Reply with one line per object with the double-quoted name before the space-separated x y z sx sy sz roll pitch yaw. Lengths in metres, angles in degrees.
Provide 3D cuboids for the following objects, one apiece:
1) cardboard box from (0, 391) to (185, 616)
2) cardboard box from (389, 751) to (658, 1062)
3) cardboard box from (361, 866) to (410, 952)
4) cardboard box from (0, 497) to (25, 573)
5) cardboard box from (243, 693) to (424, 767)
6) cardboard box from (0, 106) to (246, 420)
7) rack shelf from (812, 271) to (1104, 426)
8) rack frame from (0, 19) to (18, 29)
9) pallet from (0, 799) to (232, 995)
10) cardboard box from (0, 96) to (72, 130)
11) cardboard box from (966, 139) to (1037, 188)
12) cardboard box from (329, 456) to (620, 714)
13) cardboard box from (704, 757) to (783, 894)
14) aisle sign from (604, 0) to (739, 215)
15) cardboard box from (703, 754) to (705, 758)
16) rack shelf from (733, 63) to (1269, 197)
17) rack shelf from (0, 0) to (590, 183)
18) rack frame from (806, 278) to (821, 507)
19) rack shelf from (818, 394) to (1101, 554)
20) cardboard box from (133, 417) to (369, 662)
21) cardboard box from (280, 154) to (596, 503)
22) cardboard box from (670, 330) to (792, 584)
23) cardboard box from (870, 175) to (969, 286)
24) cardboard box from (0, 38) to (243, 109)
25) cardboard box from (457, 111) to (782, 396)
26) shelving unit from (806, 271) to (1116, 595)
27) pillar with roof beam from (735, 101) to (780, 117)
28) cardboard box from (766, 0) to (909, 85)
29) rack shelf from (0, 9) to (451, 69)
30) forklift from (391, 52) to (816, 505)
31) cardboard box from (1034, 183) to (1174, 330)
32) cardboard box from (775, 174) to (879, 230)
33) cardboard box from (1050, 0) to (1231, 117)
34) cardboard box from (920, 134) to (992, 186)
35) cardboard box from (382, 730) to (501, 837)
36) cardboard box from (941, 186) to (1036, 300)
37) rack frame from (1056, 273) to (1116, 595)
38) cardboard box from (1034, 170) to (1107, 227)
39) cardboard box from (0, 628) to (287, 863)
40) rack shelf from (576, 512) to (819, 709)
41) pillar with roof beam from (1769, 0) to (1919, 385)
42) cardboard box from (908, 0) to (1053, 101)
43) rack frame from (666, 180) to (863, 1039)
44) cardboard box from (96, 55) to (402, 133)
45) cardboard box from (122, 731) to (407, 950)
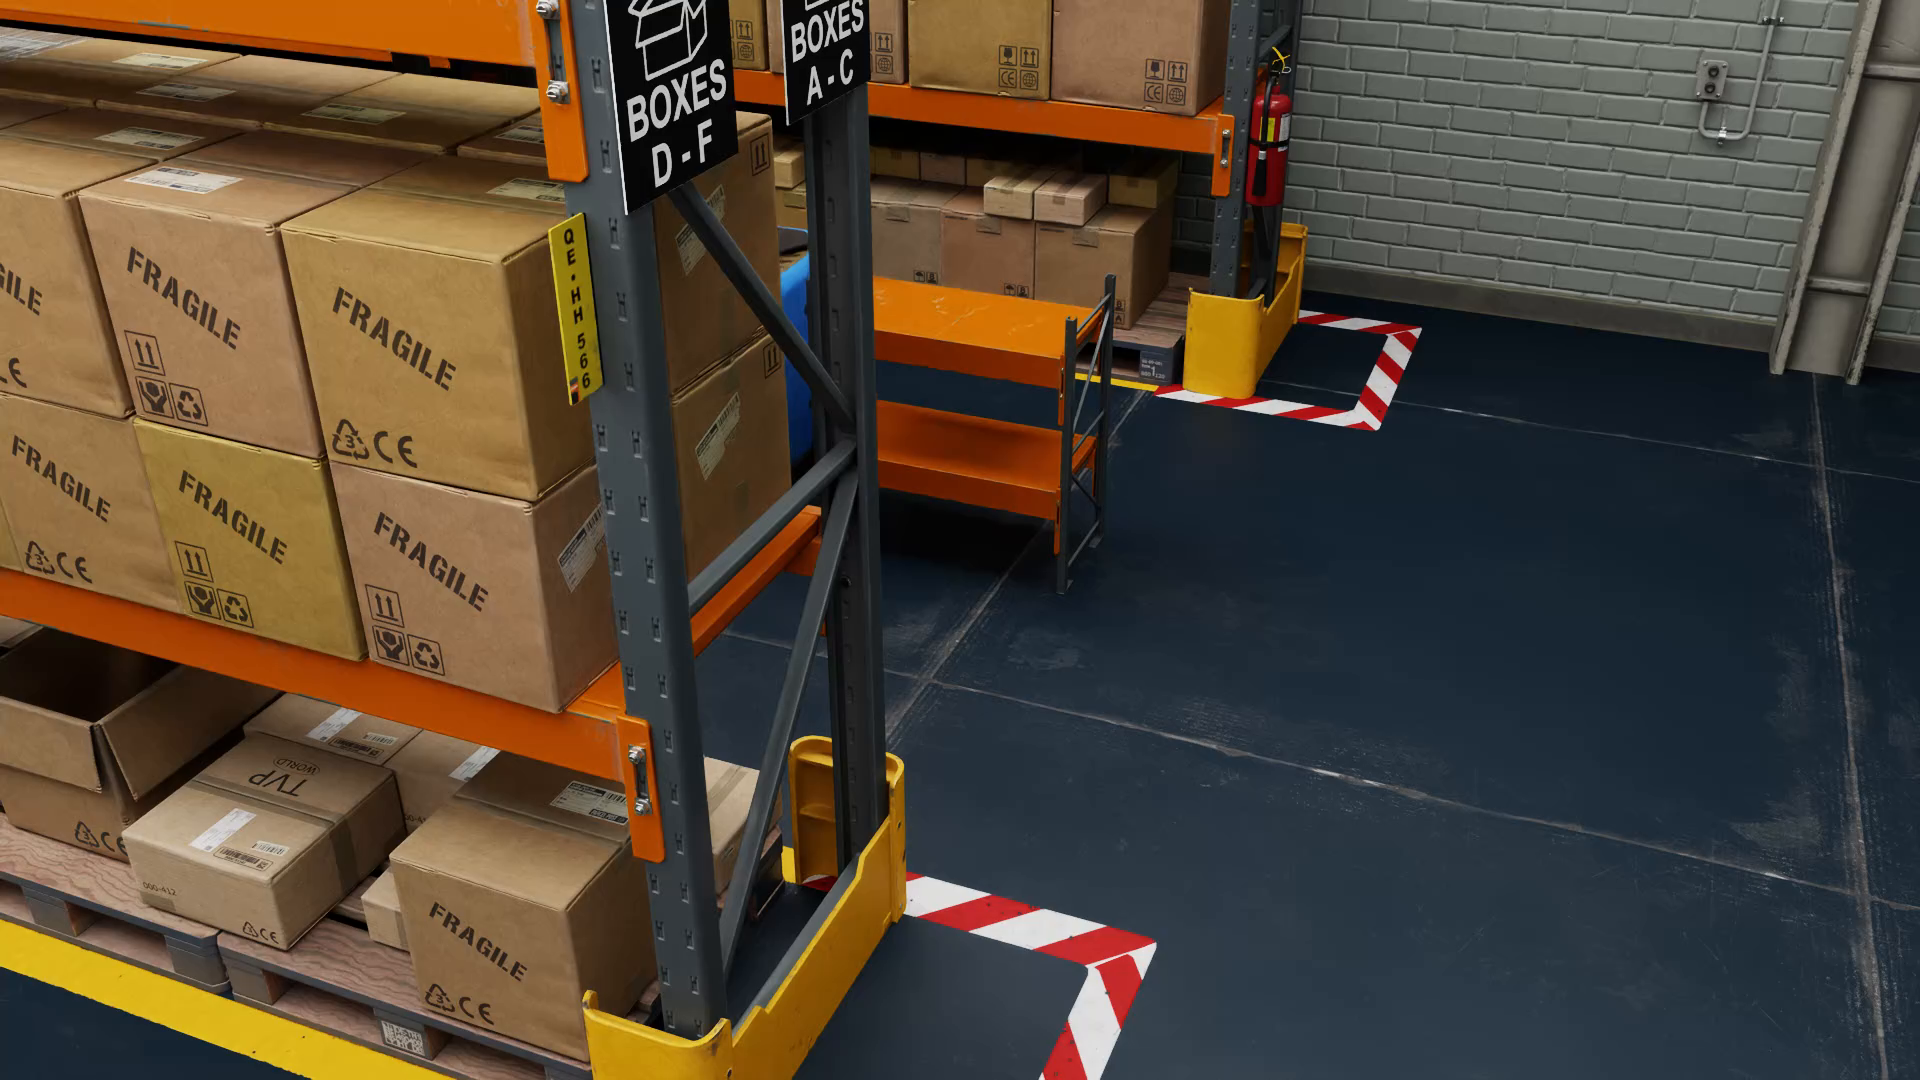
"cardboard box" -1.904 -0.201 3.955 0.500 0.500 0.500 12 31 20
"cardboard box" -1.041 0.899 4.204 0.500 0.500 0.500 11 31 19
"cardboard box" -1.382 0.928 4.492 0.250 0.166 0.380 11 31 19
"cardboard box" -2.371 -0.294 4.120 0.500 0.500 0.500 11 31 18
"cardboard box" -1.768 0.581 5.021 0.500 0.250 0.500 11 31 19
"cardboard box" -1.911 -0.632 3.702 0.500 0.500 0.500 12 32 20
"rack shelf" 0.006 -0.743 6.327 1.000 0.278 0.538 11 31 19
"rack frame" -6.000 -3.747 10.331 0.053 2.616 0.949 11 31 19
"pallet" -2.381 0.817 5.090 1.213 0.211 1.003 11 31 19
"cardboard box" -2.387 -0.727 3.870 0.500 0.500 0.500 12 32 21
"cardboard box" 0.218 -1.938 8.584 0.250 0.149 0.380 12 31 20
"cardboard box" -0.962 -0.012 3.621 0.500 0.500 0.500 12 32 21
"cardboard box" -0.703 0.806 4.726 0.250 0.149 0.380 11 31 19
"aisle sign" -0.496 -0.989 2.809 0.004 0.787 0.394 11 31 19
"cardboard box" -0.935 0.752 4.803 0.250 0.166 0.380 11 31 19
"rack shelf" -0.439 -2.326 8.547 4.000 0.370 1.077 11 31 19
"rack shelf" -2.298 -1.372 3.812 4.000 0.370 1.077 11 31 19
"rack frame" -0.465 -0.582 6.637 0.032 1.125 0.500 11 31 19
"rack shelf" 0.006 -0.276 6.591 1.000 0.278 0.538 11 31 19
"cardboard box" -1.444 -0.106 3.788 0.500 0.500 0.500 12 31 20
"cardboard box" -0.960 -0.445 3.372 0.500 0.500 0.500 11 31 19
"cardboard box" -0.757 -0.255 4.052 0.500 0.500 0.500 12 32 20
"cardboard box" -0.202 -1.633 8.704 0.500 0.500 0.700 10 31 17
"cardboard box" -2.177 -0.972 4.304 0.500 0.500 0.500 11 31 19
"cardboard box" -0.757 -0.691 3.806 0.500 0.500 0.500 12 32 21
"shelving unit" 0.006 -0.488 6.471 1.048 1.125 0.538 11 31 19
"pillar with roof beam" -2.937 -3.923 4.545 0.400 9.000 9.100 11 31 19
"cardboard box" -0.443 -2.764 8.287 0.700 0.700 0.980 10 31 17
"rack shelf" -4.145 -3.066 9.856 4.000 0.370 1.077 11 31 19
"forklift" -2.025 -1.629 6.654 3.031 2.935 1.130 11 31 18
"cardboard box" 0.728 -1.447 8.376 0.500 0.500 0.700 11 31 19
"cardboard box" -0.699 -1.728 8.872 0.500 0.500 0.700 12 32 20
"cardboard box" 0.938 -2.489 7.801 0.700 0.700 0.980 13 32 21
"cardboard box" -0.018 -1.984 8.667 0.250 0.149 0.380 12 32 20
"cardboard box" -1.305 0.674 4.857 0.500 0.250 0.500 11 31 19
"cardboard box" 0.265 -1.540 8.540 0.500 0.500 0.700 11 31 19
"rack frame" 0.477 -0.394 6.305 0.032 1.125 0.500 11 31 19
"cardboard box" 0.541 -1.670 8.111 0.250 0.149 0.380 11 31 19
"cardboard box" -2.408 0.491 4.923 0.637 0.503 0.797 11 31 19
"rack shelf" -2.298 -0.151 4.502 3.809 0.124 0.919 11 31 19
"pillar with roof beam" 2.623 -2.812 2.581 0.400 9.000 9.100 11 31 19
"cardboard box" 0.260 -2.619 8.030 0.700 0.700 0.980 11 31 19
"rack frame" -0.443 -0.011 3.721 0.053 2.616 0.949 11 31 19
"cardboard box" -1.706 -0.879 4.138 0.500 0.500 0.500 12 32 20
"cardboard box" -1.910 0.818 4.601 0.500 0.250 0.500 11 31 19
